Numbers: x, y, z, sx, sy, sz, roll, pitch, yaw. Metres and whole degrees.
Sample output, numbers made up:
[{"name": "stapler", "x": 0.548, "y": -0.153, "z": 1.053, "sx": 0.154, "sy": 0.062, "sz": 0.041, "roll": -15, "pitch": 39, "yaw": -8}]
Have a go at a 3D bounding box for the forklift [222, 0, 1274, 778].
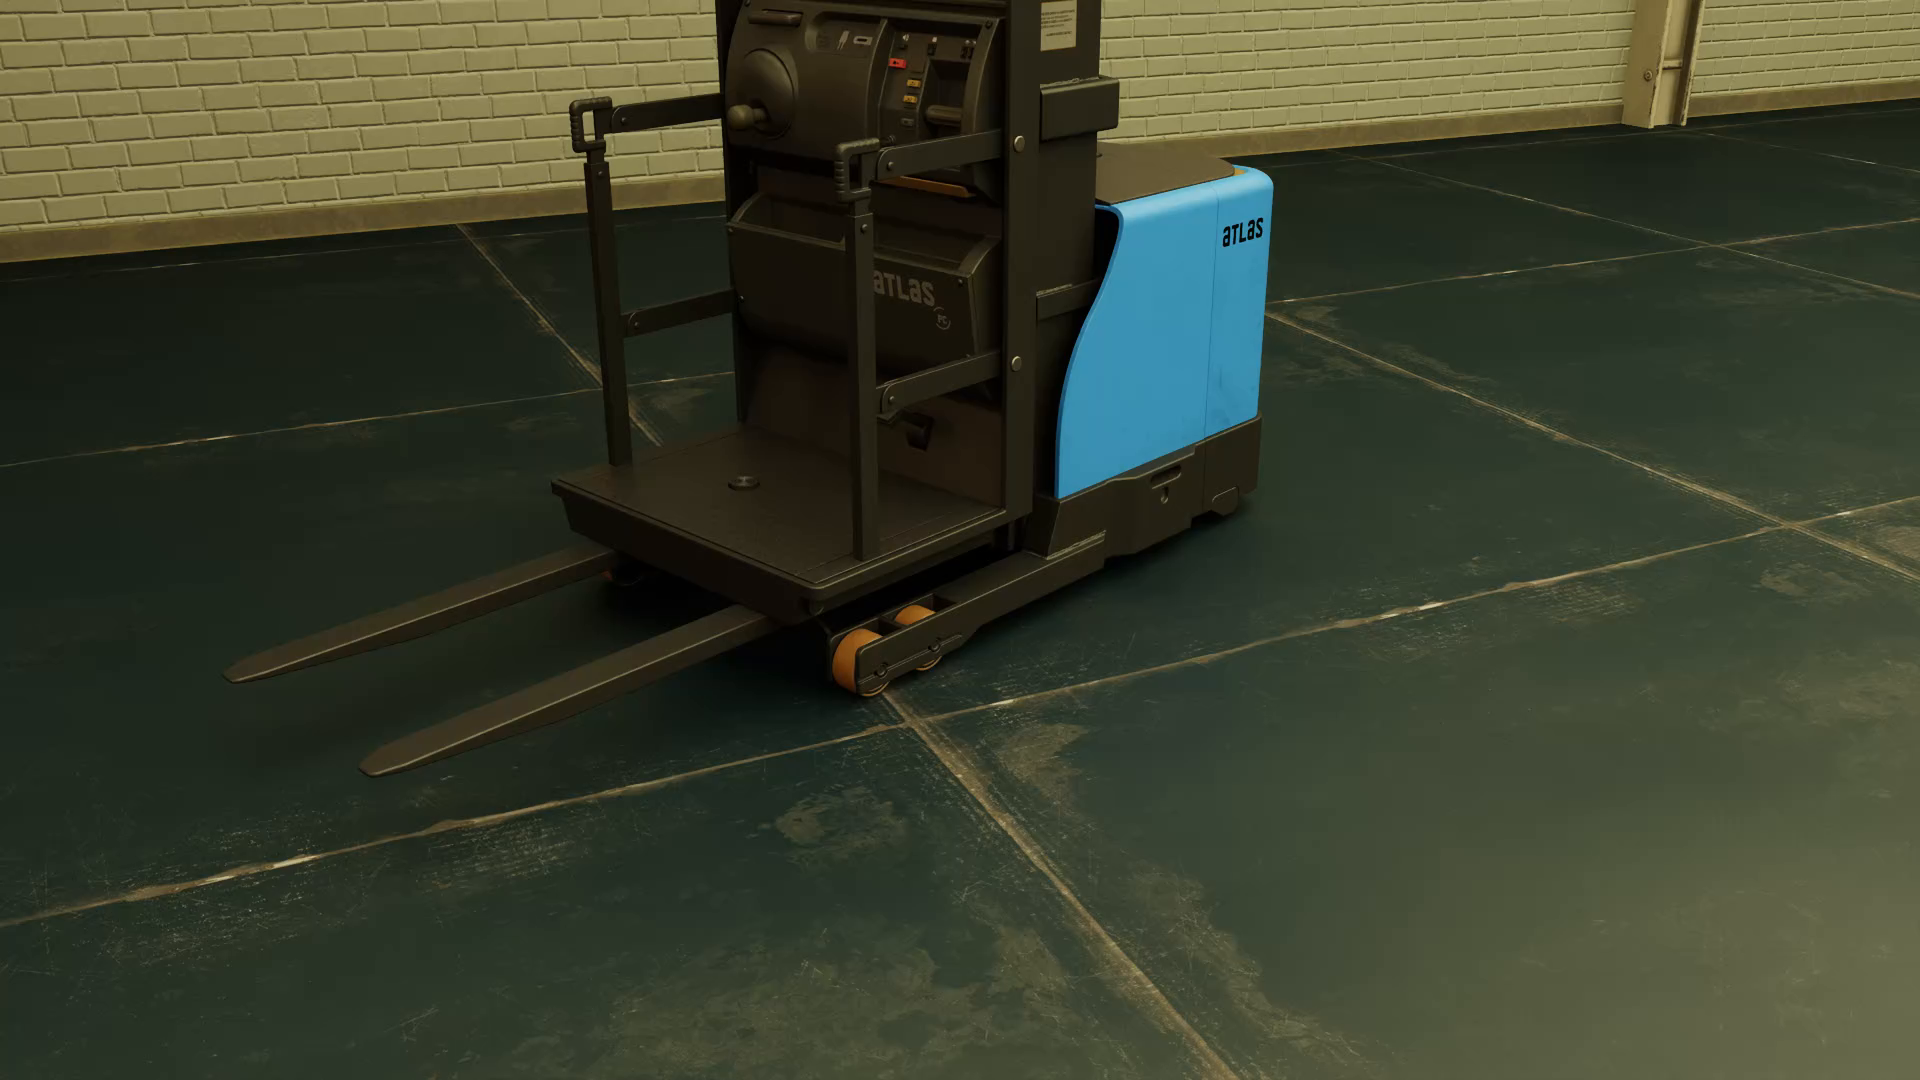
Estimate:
[{"name": "forklift", "x": -0.413, "y": -1.182, "z": 4.131, "sx": 1.130, "sy": 2.935, "sz": 3.031, "roll": 19, "pitch": 29, "yaw": 39}]
